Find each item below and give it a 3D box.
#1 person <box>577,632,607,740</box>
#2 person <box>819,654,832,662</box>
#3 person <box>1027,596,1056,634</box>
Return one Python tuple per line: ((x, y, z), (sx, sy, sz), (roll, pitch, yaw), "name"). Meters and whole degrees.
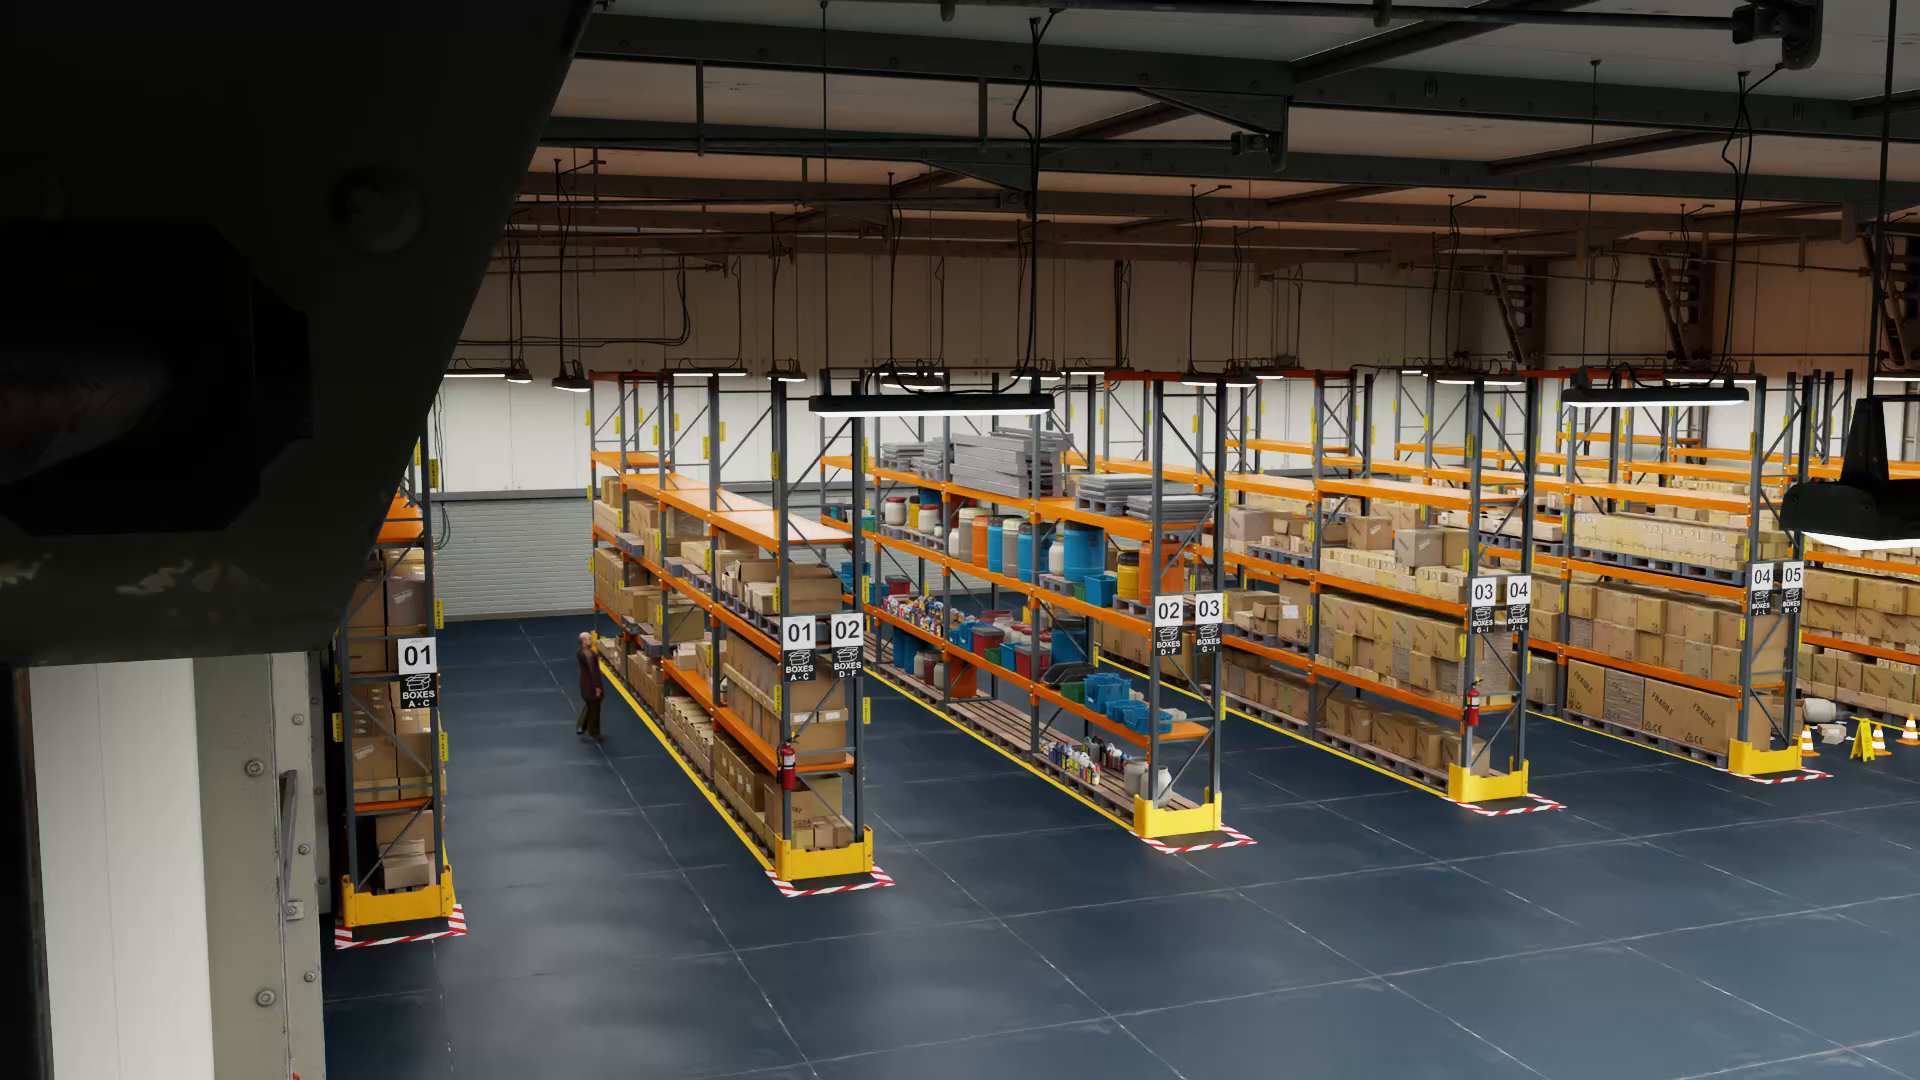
((-6.070, 2.393, 27.367), (0.598, 1.779, 0.522), (6, 9, 42), "person")
((-2.376, 2.247, 29.457), (0.669, 1.637, 0.982), (-2, 7, -20), "person")
((1.714, 1.634, 34.904), (0.543, 1.729, 0.744), (-2, 7, -16), "person")
